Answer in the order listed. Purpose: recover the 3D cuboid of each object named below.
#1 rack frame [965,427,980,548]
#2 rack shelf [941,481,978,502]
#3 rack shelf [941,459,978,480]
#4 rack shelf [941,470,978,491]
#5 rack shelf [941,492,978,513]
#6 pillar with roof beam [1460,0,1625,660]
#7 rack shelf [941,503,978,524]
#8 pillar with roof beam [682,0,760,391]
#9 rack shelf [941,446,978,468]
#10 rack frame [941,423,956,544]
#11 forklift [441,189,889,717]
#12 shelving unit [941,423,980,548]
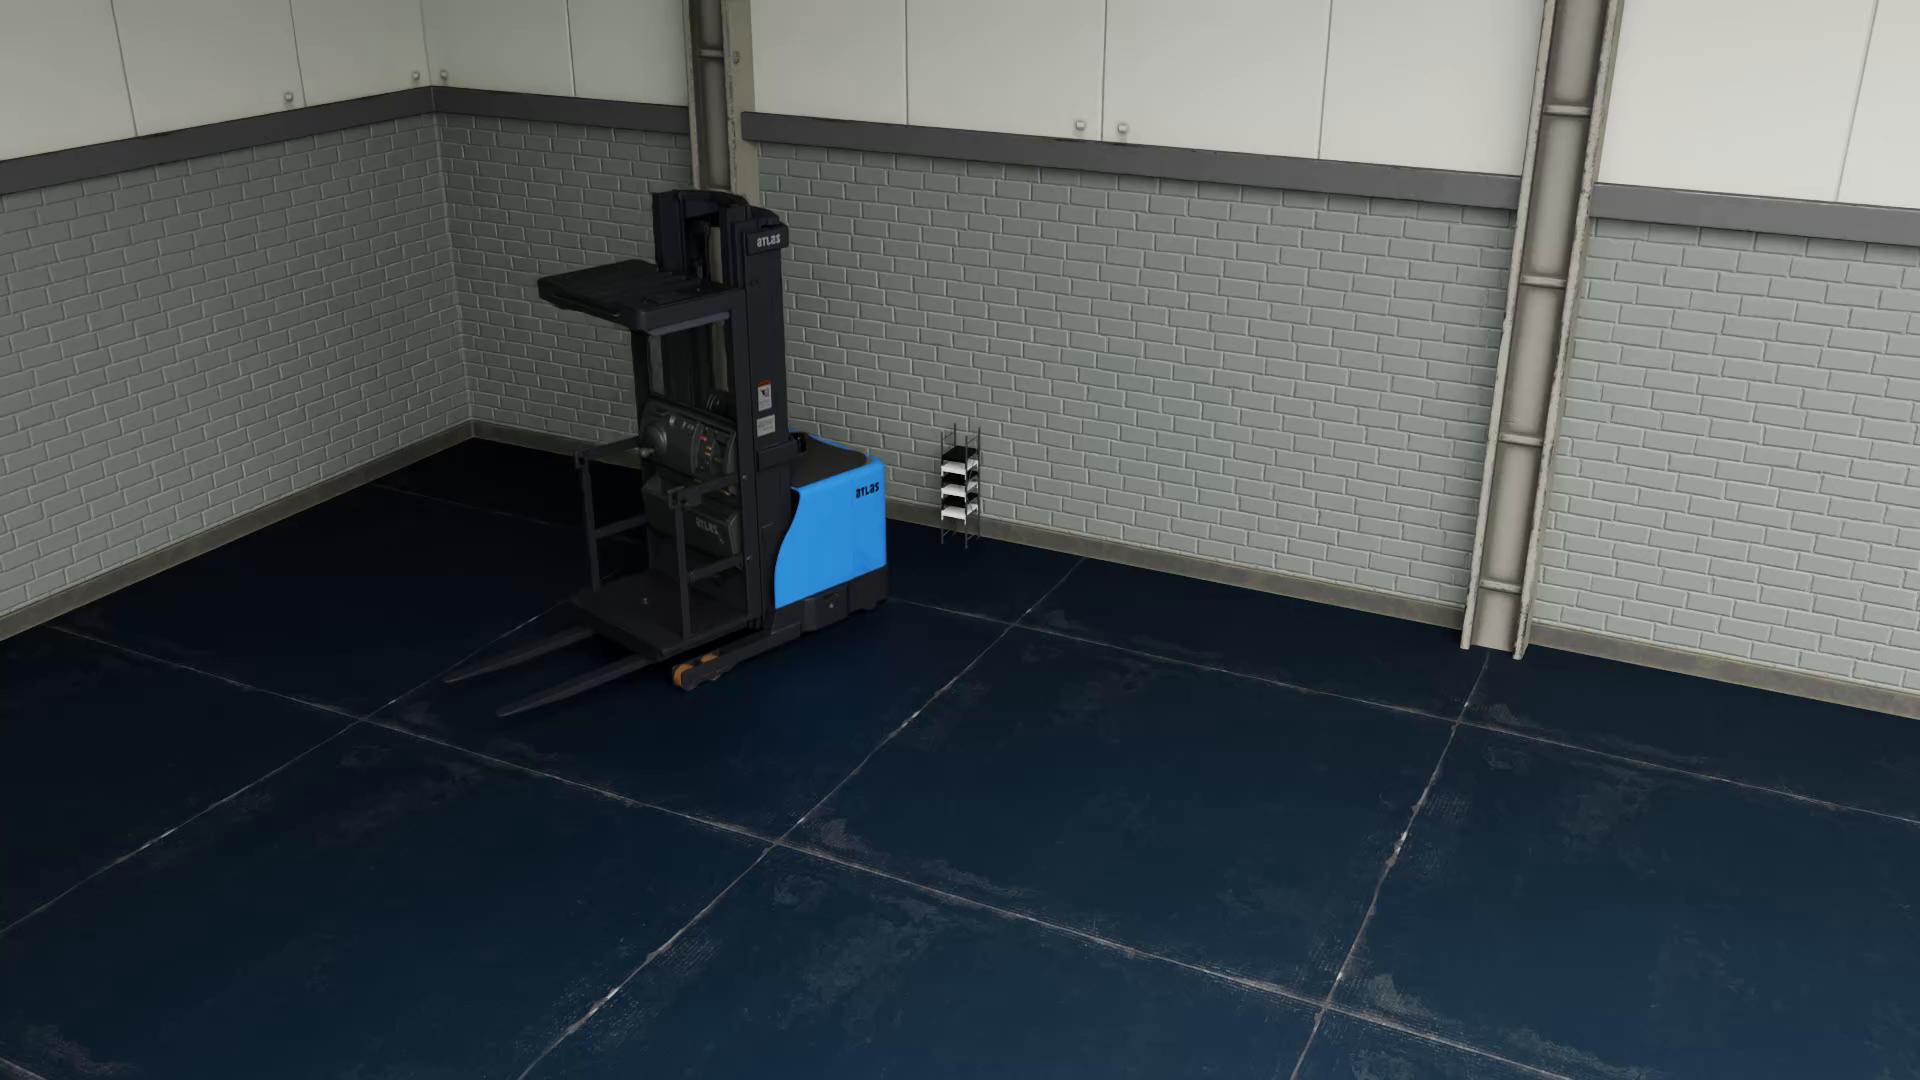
[{"bbox_3d":[0.096,-0.392,12.548,0.006,0.900,0.240,11,25,24],"label":"rack frame"},{"bbox_3d":[0.005,-0.379,12.602,0.200,0.077,0.258,11,25,24],"label":"rack shelf"},{"bbox_3d":[0.005,-0.544,12.532,0.200,0.077,0.258,11,25,24],"label":"rack shelf"},{"bbox_3d":[0.005,-0.462,12.567,0.200,0.077,0.258,11,25,24],"label":"rack shelf"},{"bbox_3d":[0.005,-0.296,12.637,0.200,0.077,0.258,11,25,24],"label":"rack shelf"},{"bbox_3d":[1.636,-1.939,5.836,0.400,9.000,9.100,11,25,25],"label":"pillar with roof beam"},{"bbox_3d":[0.005,-0.213,12.672,0.200,0.077,0.258,11,25,24],"label":"rack shelf"},{"bbox_3d":[-3.719,-2.998,8.328,0.400,9.000,9.100,11,25,25],"label":"pillar with roof beam"},{"bbox_3d":[0.005,-0.627,12.496,0.200,0.077,0.258,11,25,24],"label":"rack shelf"},{"bbox_3d":[-0.086,-0.427,12.630,0.006,0.900,0.240,11,25,24],"label":"rack frame"},{"bbox_3d":[-1.887,-0.622,10.494,1.130,2.935,3.031,21,31,40],"label":"forklift"},{"bbox_3d":[0.005,-0.409,12.589,0.210,0.900,0.258,11,25,24],"label":"shelving unit"}]
